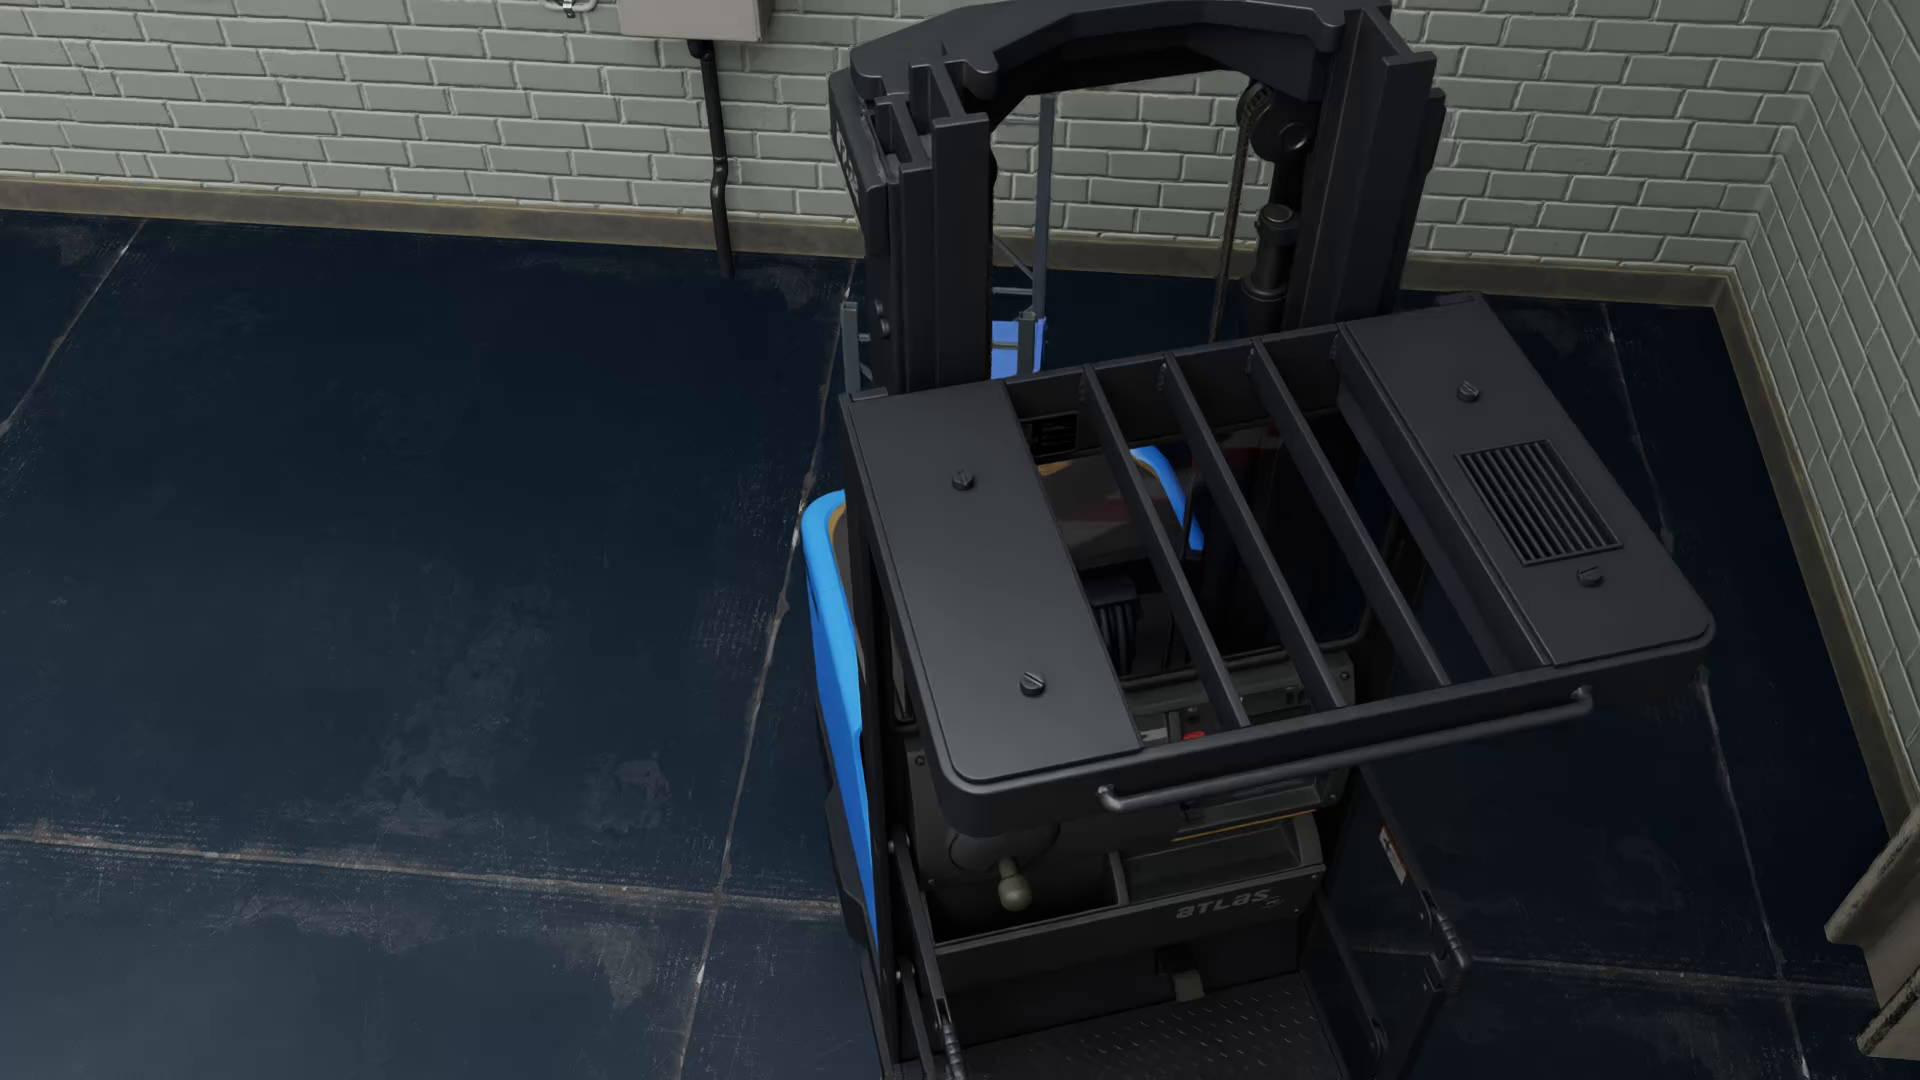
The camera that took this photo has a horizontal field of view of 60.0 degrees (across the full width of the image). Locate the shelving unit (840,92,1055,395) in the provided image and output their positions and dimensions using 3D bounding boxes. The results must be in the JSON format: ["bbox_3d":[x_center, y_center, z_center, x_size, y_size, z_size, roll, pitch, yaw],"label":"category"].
[{"bbox_3d":[-0.012,-0.454,5.149,0.538,1.500,1.048,4,48,3],"label":"shelving unit"}]

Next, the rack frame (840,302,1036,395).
[{"bbox_3d":[-0.056,-0.080,4.807,0.500,1.500,0.032,4,48,3],"label":"rack frame"}]

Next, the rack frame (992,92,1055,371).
[{"bbox_3d":[0.032,-0.828,5.490,0.500,1.500,0.032,4,48,3],"label":"rack frame"}]

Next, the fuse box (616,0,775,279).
[{"bbox_3d":[-0.918,-1.632,6.083,0.539,1.711,0.414,4,48,4],"label":"fuse box"}]

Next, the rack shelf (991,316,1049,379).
[{"bbox_3d":[-0.012,-0.332,5.281,0.538,0.185,1.000,4,48,3],"label":"rack shelf"}]

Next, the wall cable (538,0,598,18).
[{"bbox_3d":[-1.583,-2.571,5.380,0.588,1.984,0.122,4,48,4],"label":"wall cable"}]

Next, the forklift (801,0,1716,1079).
[{"bbox_3d":[0.408,0.592,3.222,1.130,2.935,3.031,-10,48,-9],"label":"forklift"}]
